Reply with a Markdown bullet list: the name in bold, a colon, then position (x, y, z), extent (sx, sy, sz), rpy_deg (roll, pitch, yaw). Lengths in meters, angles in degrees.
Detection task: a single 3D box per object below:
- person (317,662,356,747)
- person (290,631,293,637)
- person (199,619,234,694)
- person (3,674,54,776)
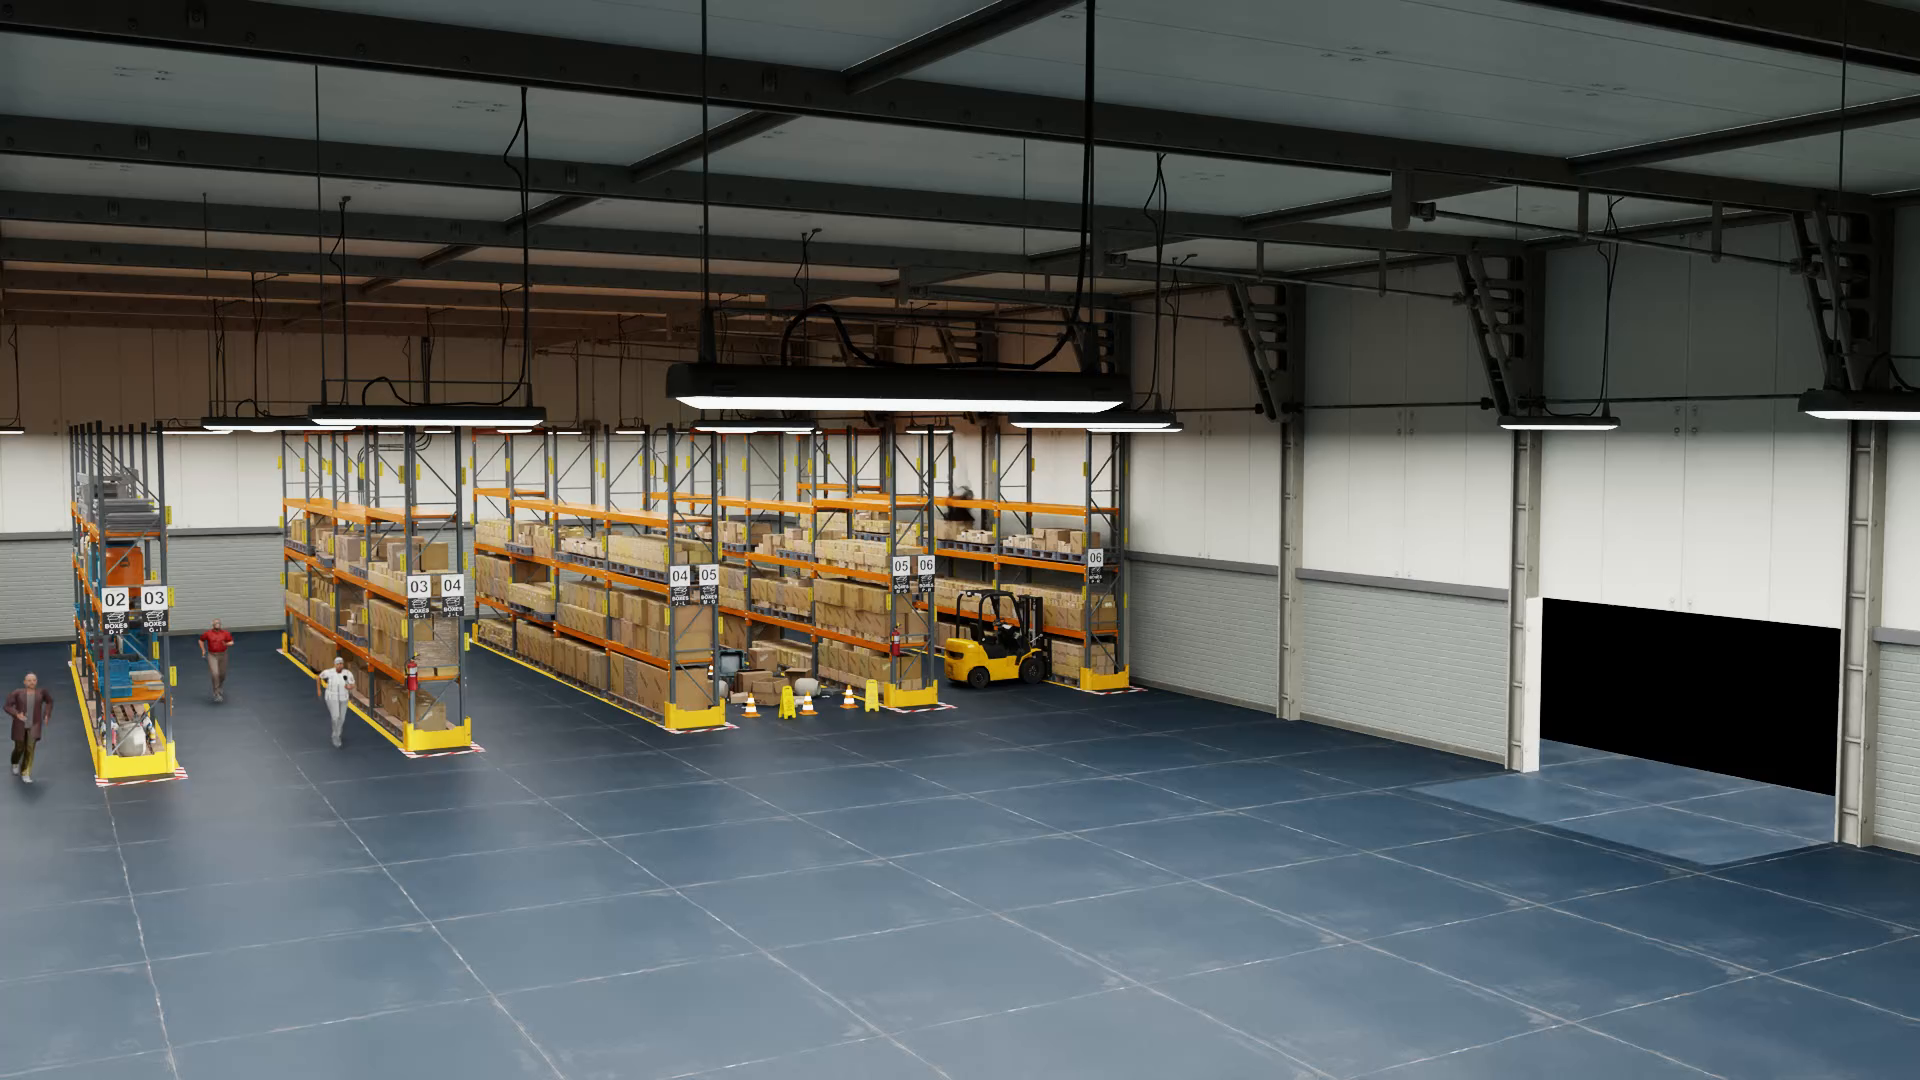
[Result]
- **person**: position (-11.561, 2.999, 30.867), extent (0.628, 1.644, 0.795), rpy_deg (-2, 4, -32)
- **person**: position (-18.007, 2.020, 45.468), extent (0.866, 1.774, 0.696), rpy_deg (-1, 4, -11)
- **person**: position (-16.255, 2.536, 36.396), extent (0.656, 1.629, 0.810), rpy_deg (-3, 5, -39)
- **person**: position (-15.633, 3.075, 27.936), extent (0.752, 1.673, 0.739), rpy_deg (-2, 4, -34)
